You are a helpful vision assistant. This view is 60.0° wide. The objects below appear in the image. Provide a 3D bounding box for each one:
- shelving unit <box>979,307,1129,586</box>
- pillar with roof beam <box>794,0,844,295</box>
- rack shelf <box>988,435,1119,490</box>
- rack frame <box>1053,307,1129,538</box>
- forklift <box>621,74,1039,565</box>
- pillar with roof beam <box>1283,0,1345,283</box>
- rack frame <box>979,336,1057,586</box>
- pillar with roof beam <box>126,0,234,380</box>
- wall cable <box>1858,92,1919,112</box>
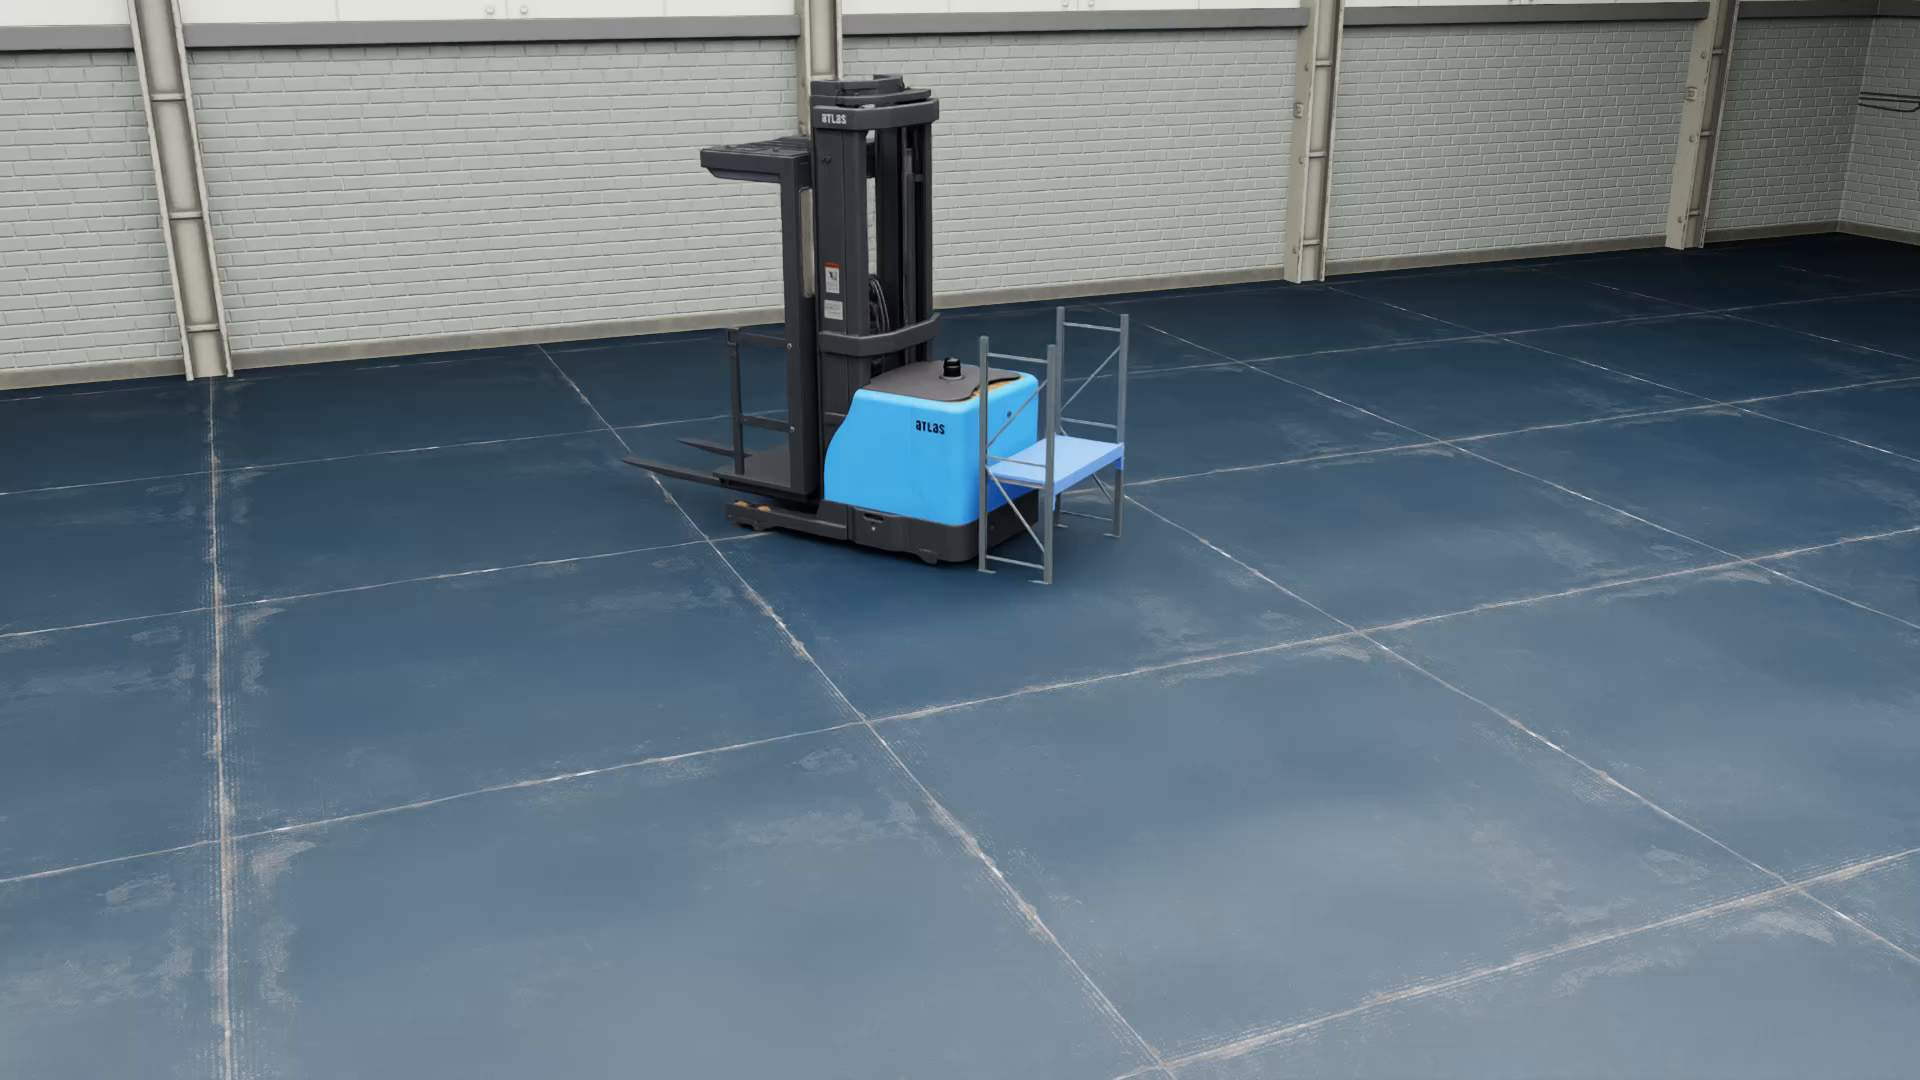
[{"bbox_3d":[0.597,-0.618,10.519,0.500,1.500,1.048,11,22,28],"label":"shelving unit"},{"bbox_3d":[0.292,-5.247,12.374,0.400,9.000,9.100,-8,21,-22],"label":"pillar with roof beam"},{"bbox_3d":[0.597,-0.494,10.562,0.459,0.062,0.952,11,22,28],"label":"rack shelf"},{"bbox_3d":[0.851,-0.764,10.934,0.500,1.500,0.032,11,22,28],"label":"rack frame"},{"bbox_3d":[-0.994,-1.578,11.091,3.031,2.935,1.130,12,23,30],"label":"forklift"},{"bbox_3d":[5.802,-6.036,14.615,0.400,9.000,9.100,-8,21,-22],"label":"pillar with roof beam"},{"bbox_3d":[0.342,-0.472,10.103,0.500,1.500,0.032,11,22,28],"label":"rack frame"},{"bbox_3d":[-5.217,-4.457,10.132,0.400,9.000,9.100,-8,21,-22],"label":"pillar with roof beam"},{"bbox_3d":[12.834,-6.658,21.057,0.112,2.526,3.097,-8,21,-22],"label":"wall cable"}]
